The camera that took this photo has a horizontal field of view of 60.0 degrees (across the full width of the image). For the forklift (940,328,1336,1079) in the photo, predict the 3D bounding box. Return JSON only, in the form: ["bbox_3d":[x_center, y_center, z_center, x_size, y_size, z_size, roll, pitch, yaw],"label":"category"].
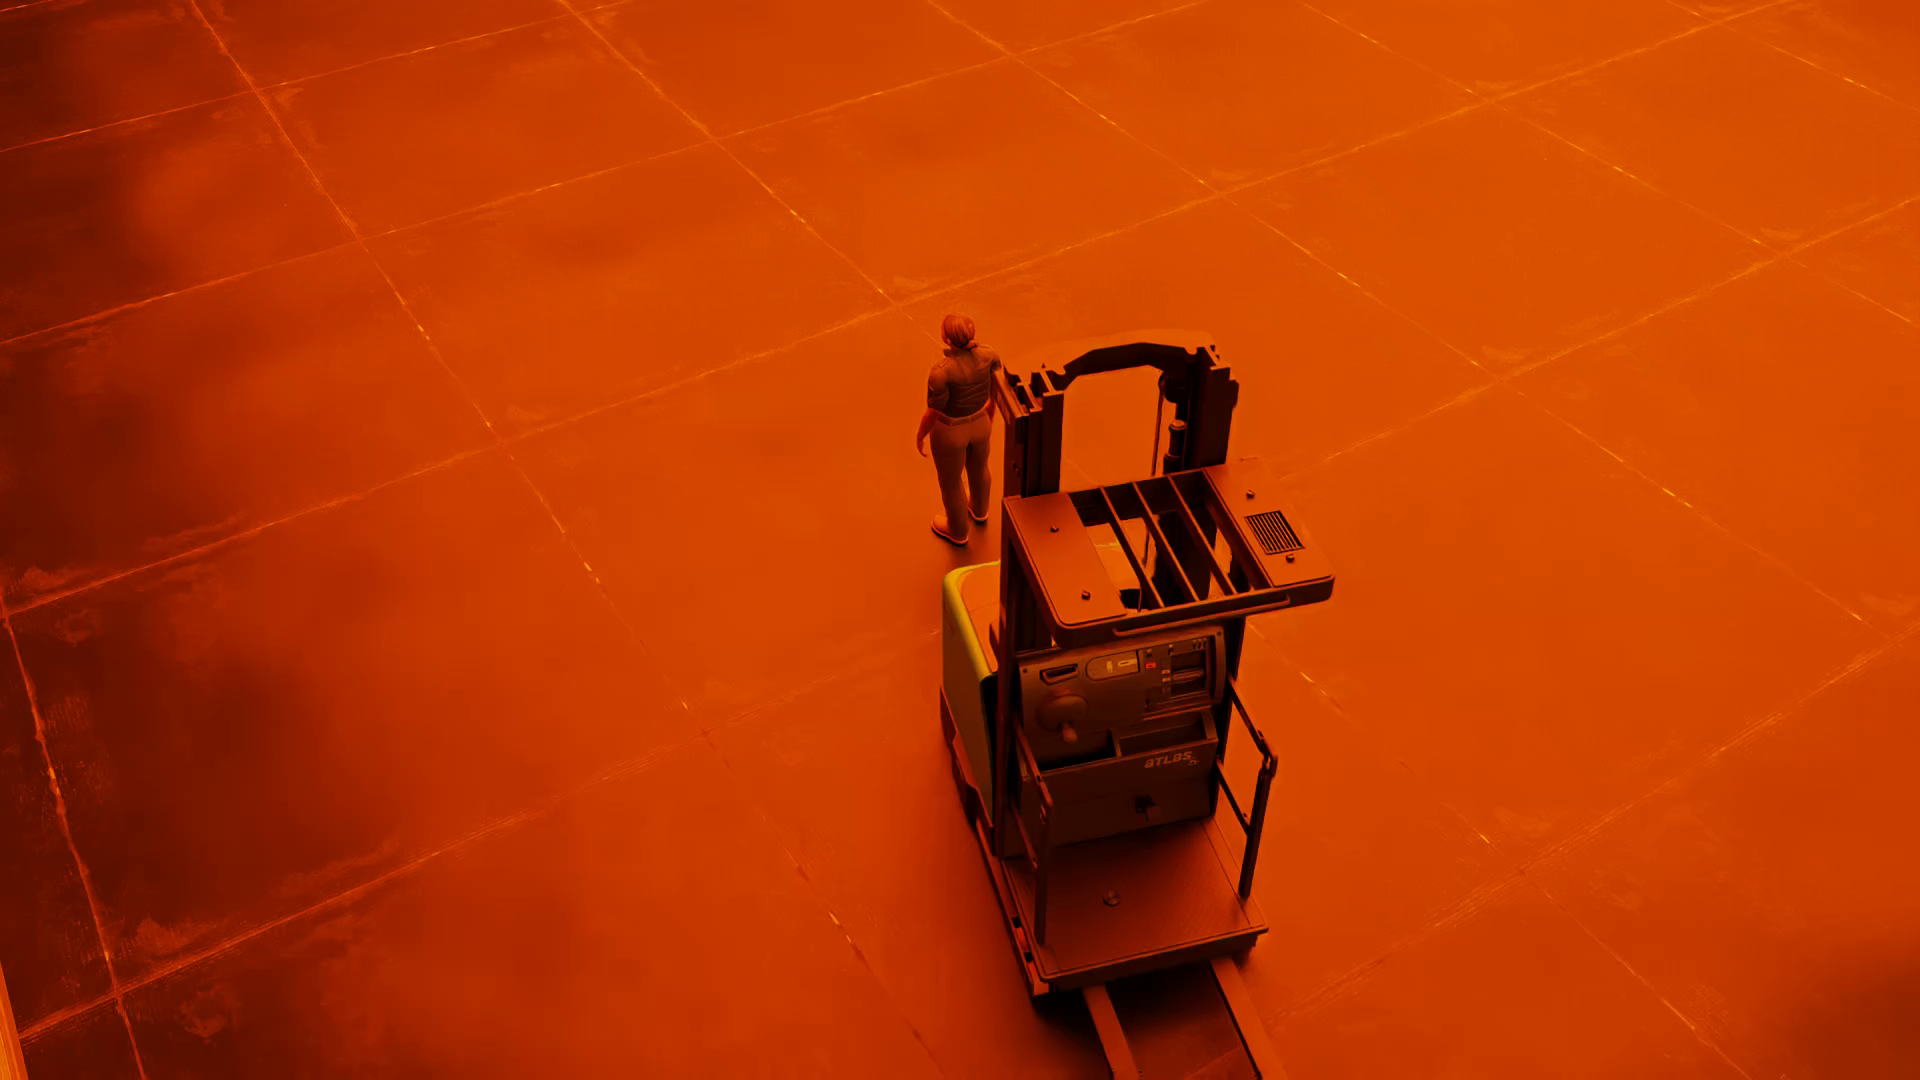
[{"bbox_3d":[0.765,0.712,7.057,1.130,2.935,3.031,-10,42,-11],"label":"forklift"}]

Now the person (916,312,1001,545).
[{"bbox_3d":[-0.030,-0.680,9.617,0.569,1.644,0.503,-23,46,-24],"label":"person"}]
